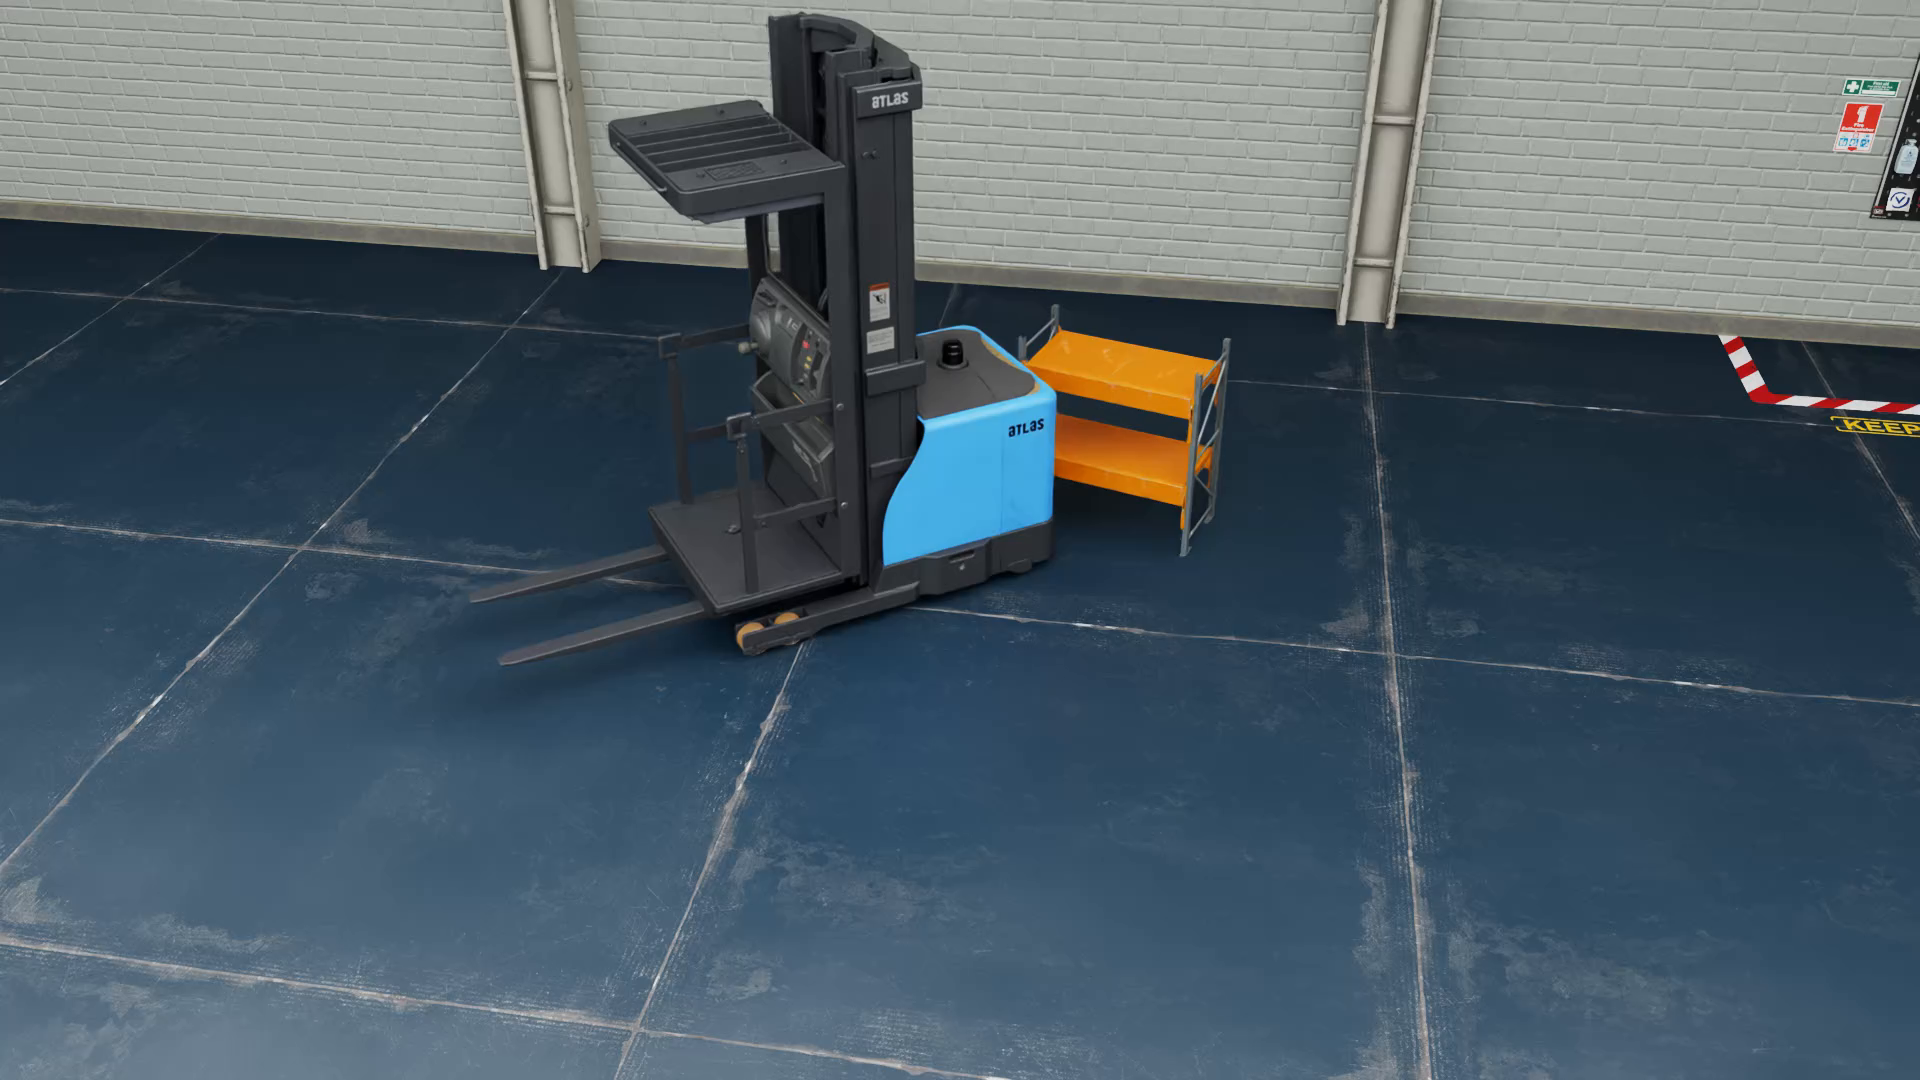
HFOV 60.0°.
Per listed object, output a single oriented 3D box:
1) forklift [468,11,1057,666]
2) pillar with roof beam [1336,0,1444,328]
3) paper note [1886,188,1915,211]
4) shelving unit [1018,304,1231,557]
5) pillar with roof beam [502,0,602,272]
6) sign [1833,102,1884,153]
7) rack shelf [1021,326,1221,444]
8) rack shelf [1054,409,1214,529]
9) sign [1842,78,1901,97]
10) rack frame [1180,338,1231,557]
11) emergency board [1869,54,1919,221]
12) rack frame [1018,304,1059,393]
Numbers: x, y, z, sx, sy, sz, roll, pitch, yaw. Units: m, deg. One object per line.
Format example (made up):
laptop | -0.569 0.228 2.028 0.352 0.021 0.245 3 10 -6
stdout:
forklift | -1.030 -0.974 8.218 3.031 2.935 1.130 -15 35 -23
pillar with roof beam | 2.192 -3.166 6.000 0.400 9.000 9.100 5 32 8
paper note | 6.239 -2.258 11.034 0.142 0.148 0.016 5 32 8
shelving unit | 0.896 -0.622 9.357 1.048 1.125 0.538 15 35 22
pillar with roof beam | -3.722 -3.701 6.855 0.400 9.000 9.100 5 32 8
sign | 5.874 -2.698 10.873 0.234 0.329 0.001 5 32 8
rack shelf | 0.896 -0.870 9.202 1.000 0.278 0.538 15 35 22
rack shelf | 0.896 -0.415 9.487 1.000 0.278 0.538 15 35 22
sign | 5.877 -2.917 10.724 0.331 0.109 0.001 5 32 8
rack frame | 1.353 -0.503 9.168 0.032 1.125 0.500 15 35 22
emergency board | 6.396 -2.589 10.734 0.626 1.169 0.157 5 32 8
rack frame | 0.440 -0.740 9.546 0.032 1.125 0.500 15 35 22
